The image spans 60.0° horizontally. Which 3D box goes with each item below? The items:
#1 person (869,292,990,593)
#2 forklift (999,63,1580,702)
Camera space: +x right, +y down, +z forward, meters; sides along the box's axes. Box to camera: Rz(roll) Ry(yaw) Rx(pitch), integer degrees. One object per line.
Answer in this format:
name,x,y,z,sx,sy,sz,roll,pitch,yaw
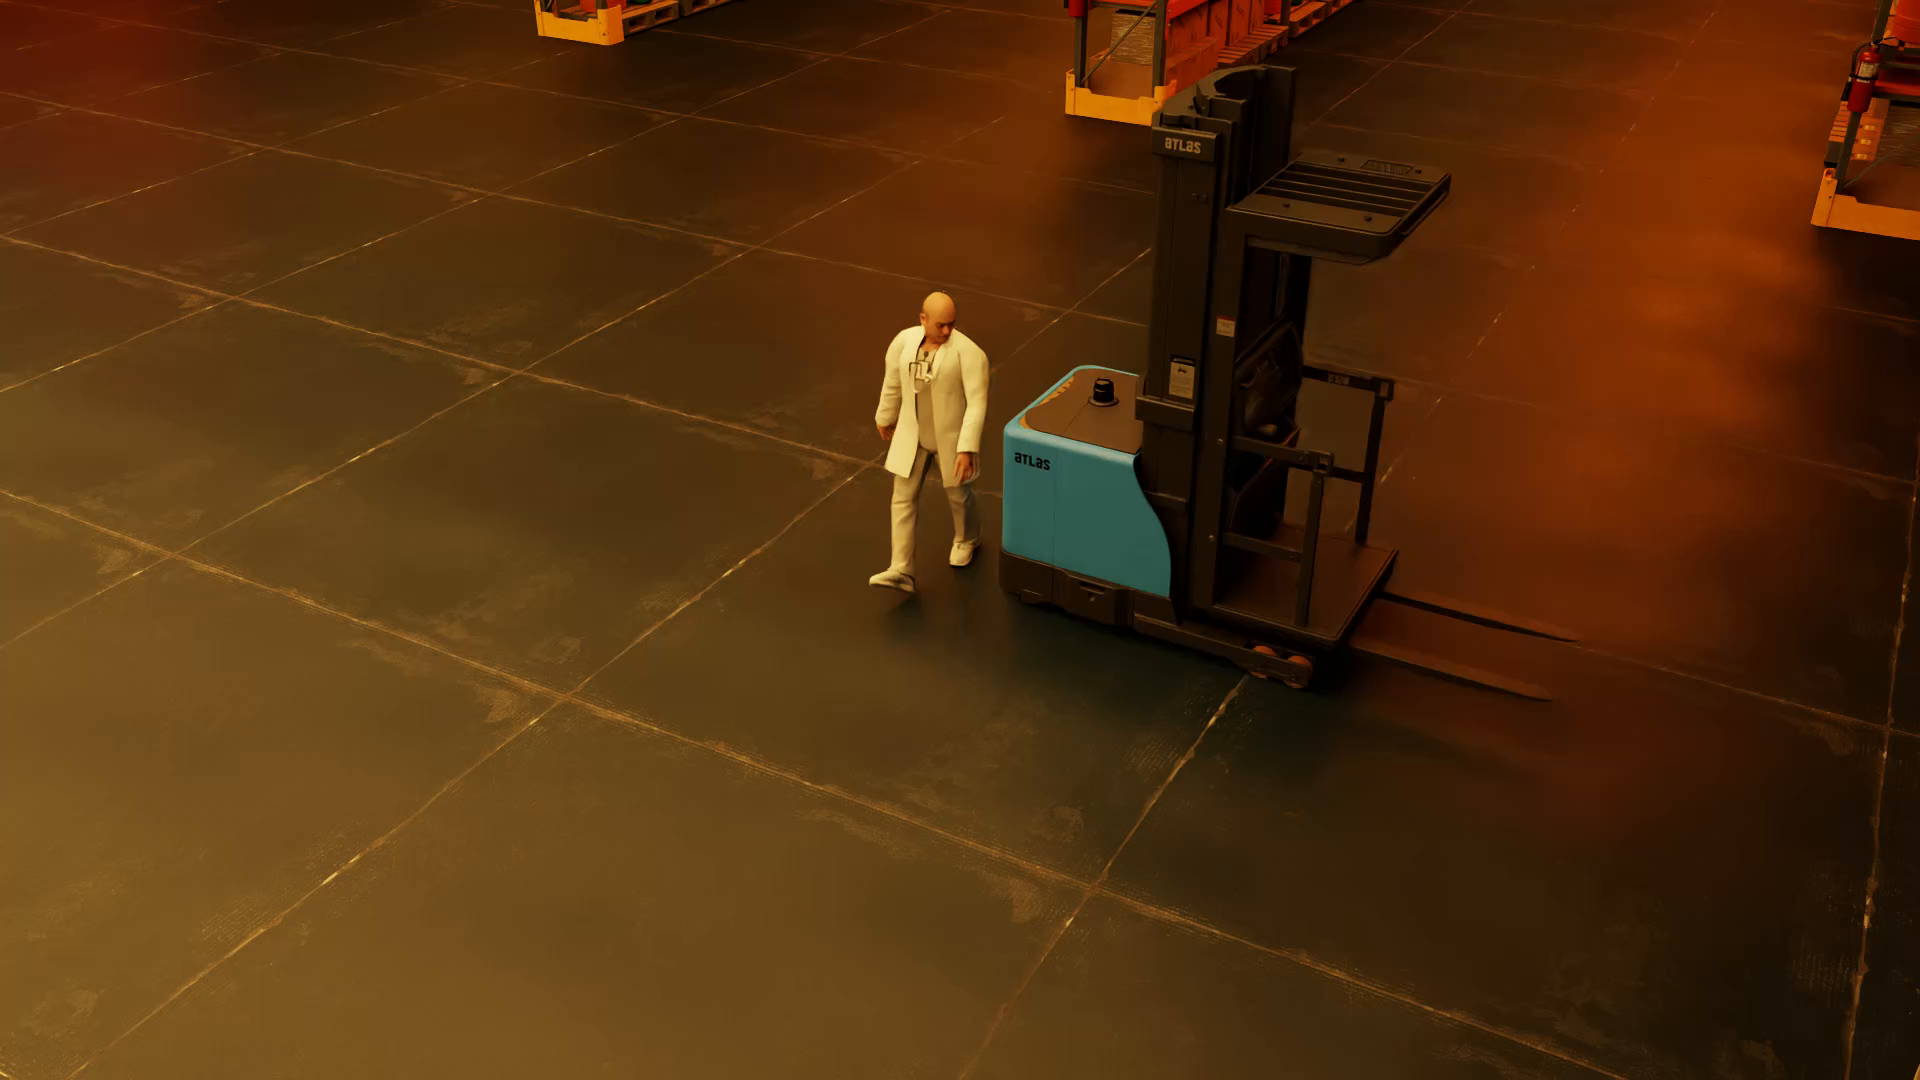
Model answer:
person,-0.198,-0.537,9.212,0.744,1.727,1.002,10,32,17
forklift,1.757,-0.802,8.459,3.031,2.935,1.130,16,34,25
